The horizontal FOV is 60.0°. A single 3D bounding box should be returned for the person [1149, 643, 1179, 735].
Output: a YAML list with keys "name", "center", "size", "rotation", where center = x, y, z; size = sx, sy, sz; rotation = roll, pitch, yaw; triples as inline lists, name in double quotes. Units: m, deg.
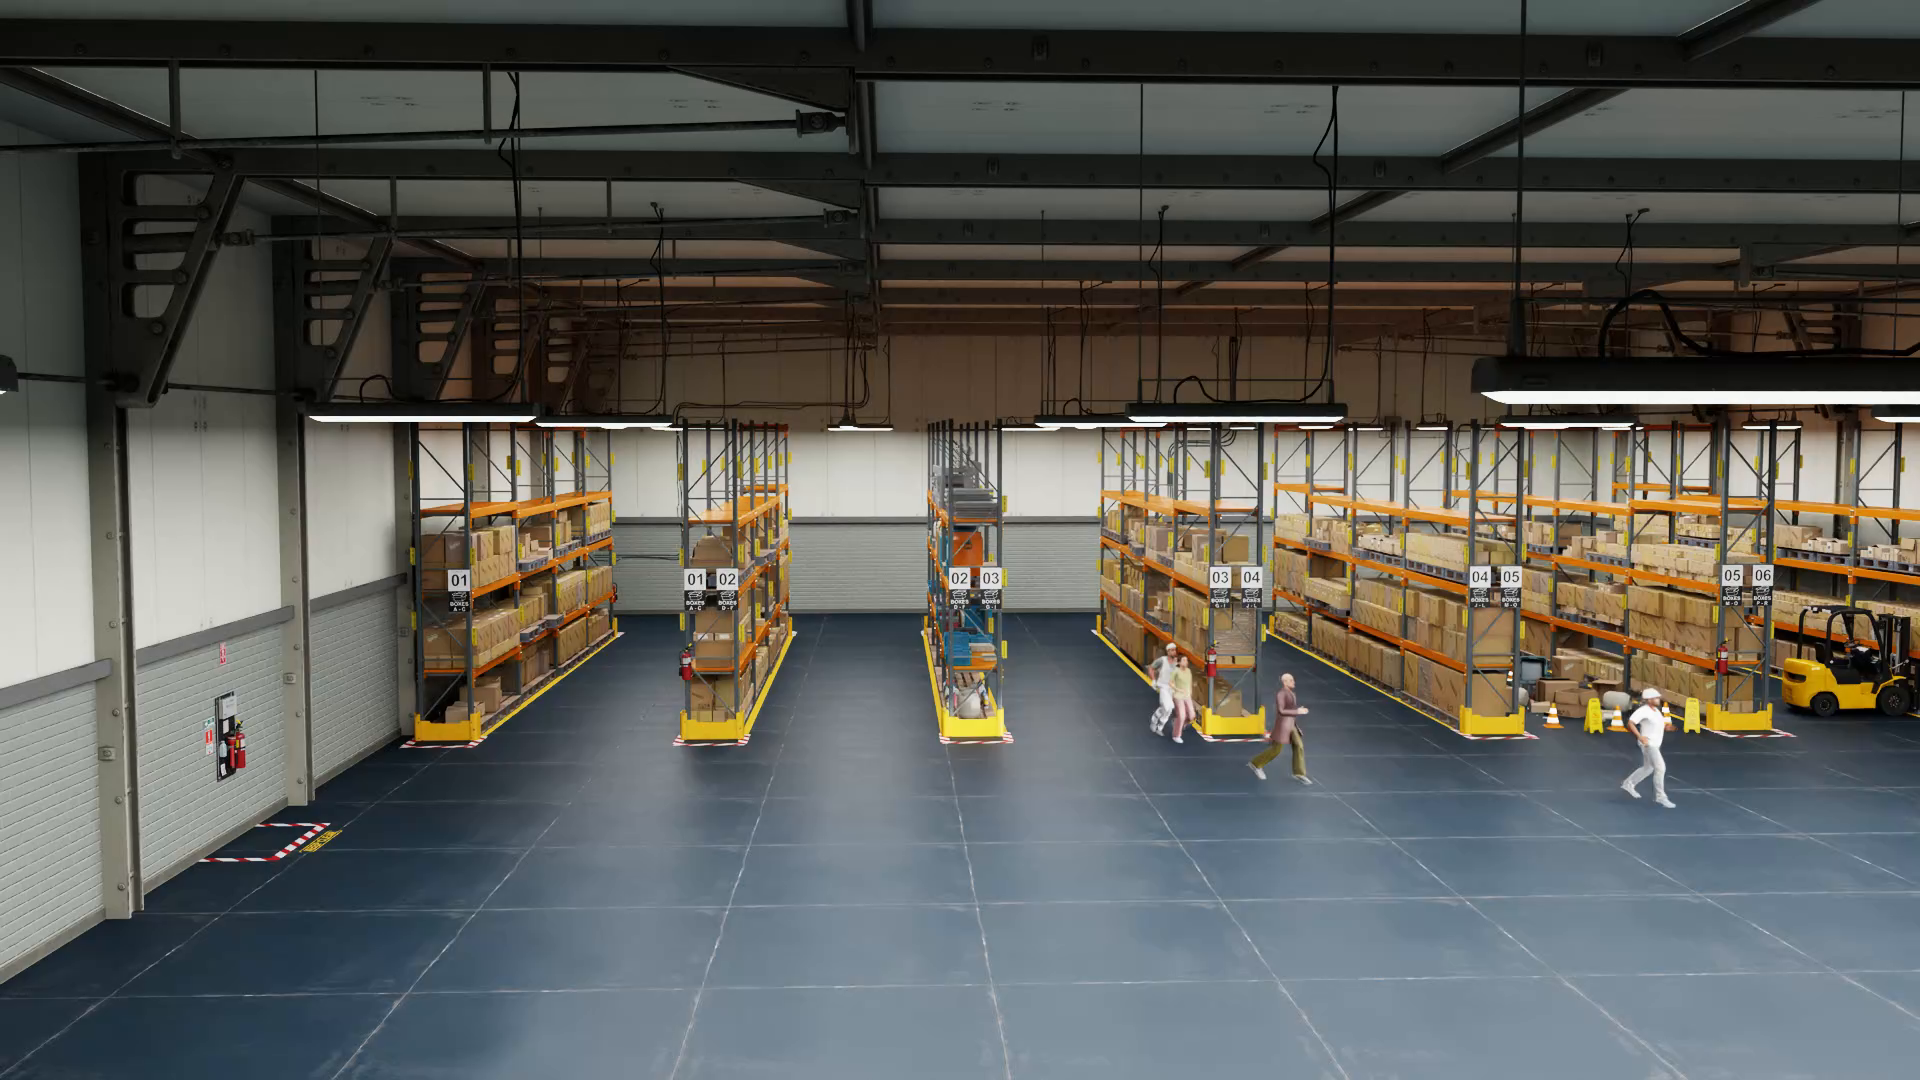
- name: "person"
  center: [3.980, 2.838, 31.592]
  size: [0.658, 1.754, 0.557]
  rotation: [-1, 4, -20]

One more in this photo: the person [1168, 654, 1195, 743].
- name: "person"
  center: [4.137, 2.943, 30.907]
  size: [0.616, 1.633, 0.566]
  rotation: [-2, 4, -31]

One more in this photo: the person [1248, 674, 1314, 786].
- name: "person"
  center: [5.273, 3.086, 27.233]
  size: [1.042, 1.816, 0.721]
  rotation: [2, 4, 32]

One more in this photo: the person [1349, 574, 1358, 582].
- name: "person"
  center: [11.688, 1.784, 49.213]
  size: [0.822, 1.604, 0.550]
  rotation: [0, 4, 3]

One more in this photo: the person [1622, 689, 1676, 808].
- name: "person"
  center: [10.651, 3.182, 25.677]
  size: [0.841, 1.789, 0.688]
  rotation: [3, 5, 36]
